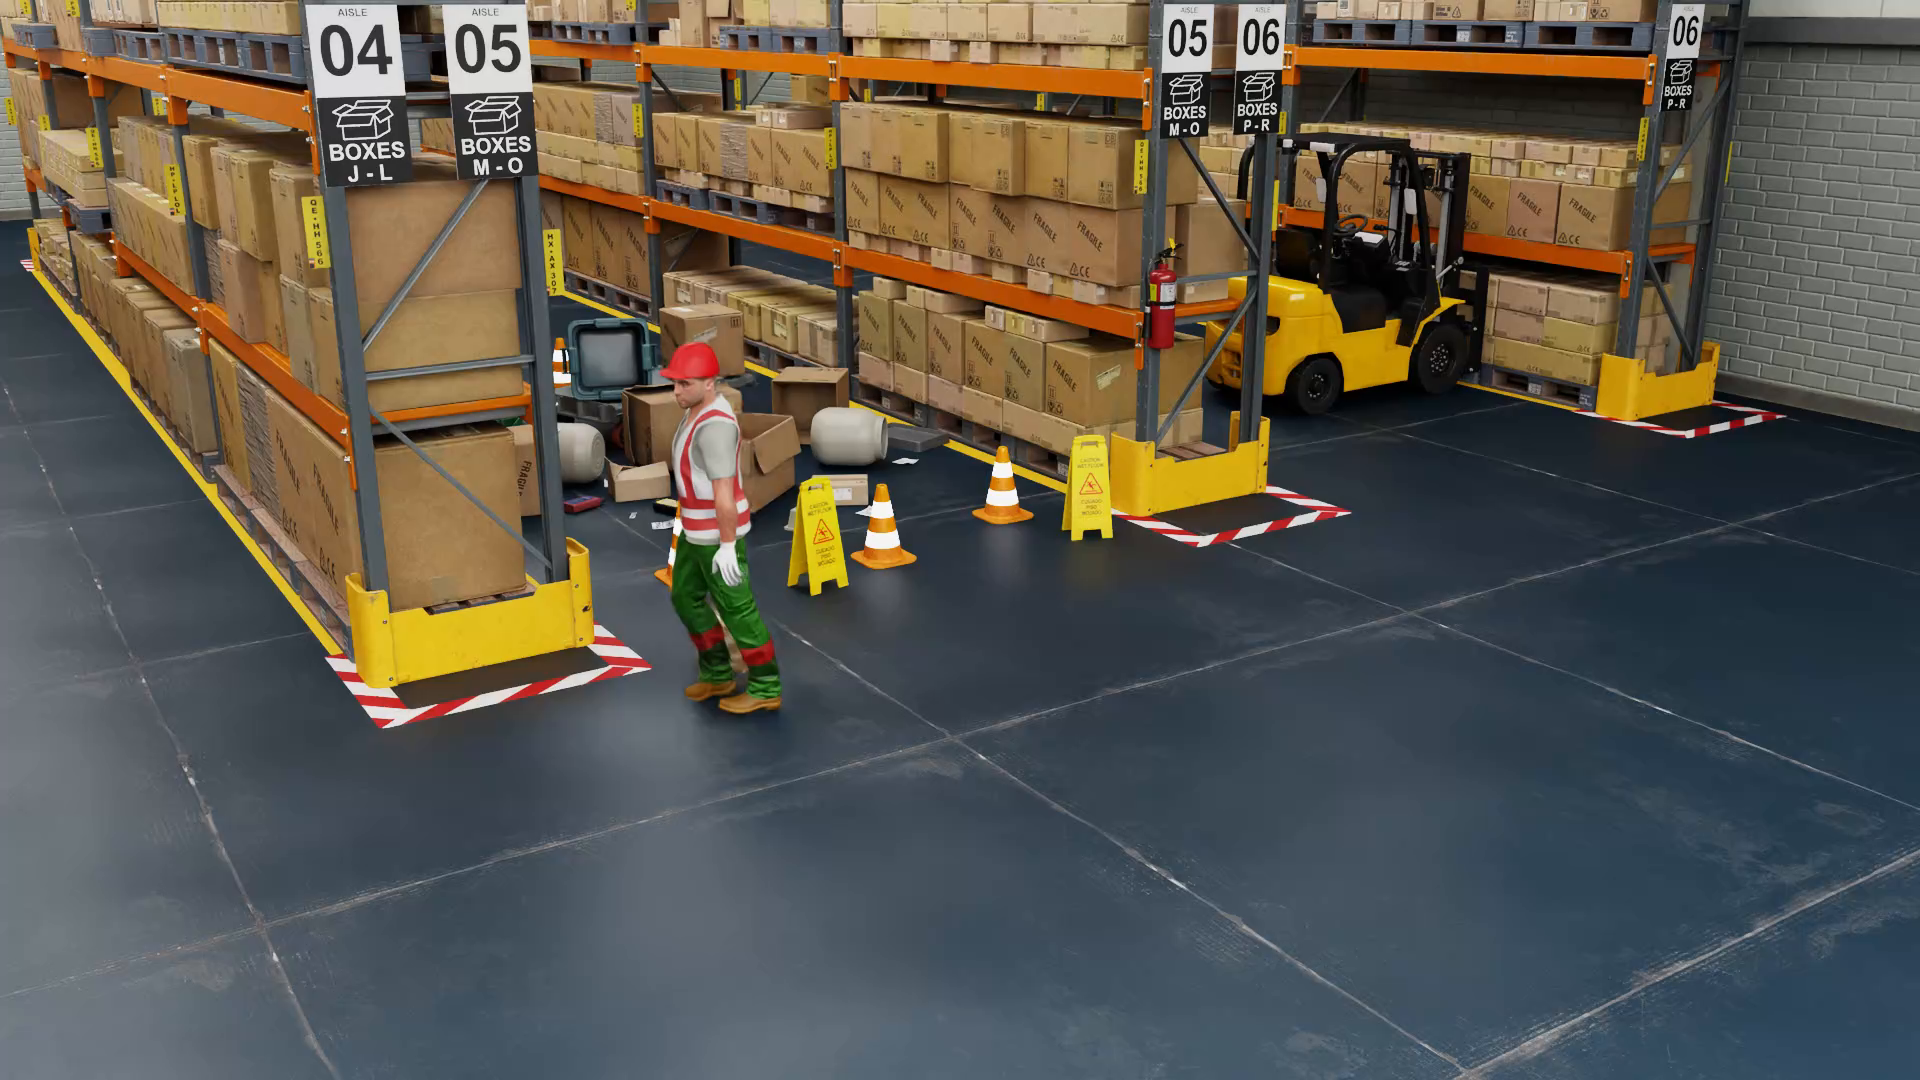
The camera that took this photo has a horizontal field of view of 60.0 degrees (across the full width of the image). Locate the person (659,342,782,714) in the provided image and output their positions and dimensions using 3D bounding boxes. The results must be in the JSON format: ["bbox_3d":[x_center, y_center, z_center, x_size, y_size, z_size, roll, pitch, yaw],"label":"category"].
[{"bbox_3d":[-1.090,-0.023,7.601,0.500,1.807,0.636,-5,19,-16],"label":"person"}]
